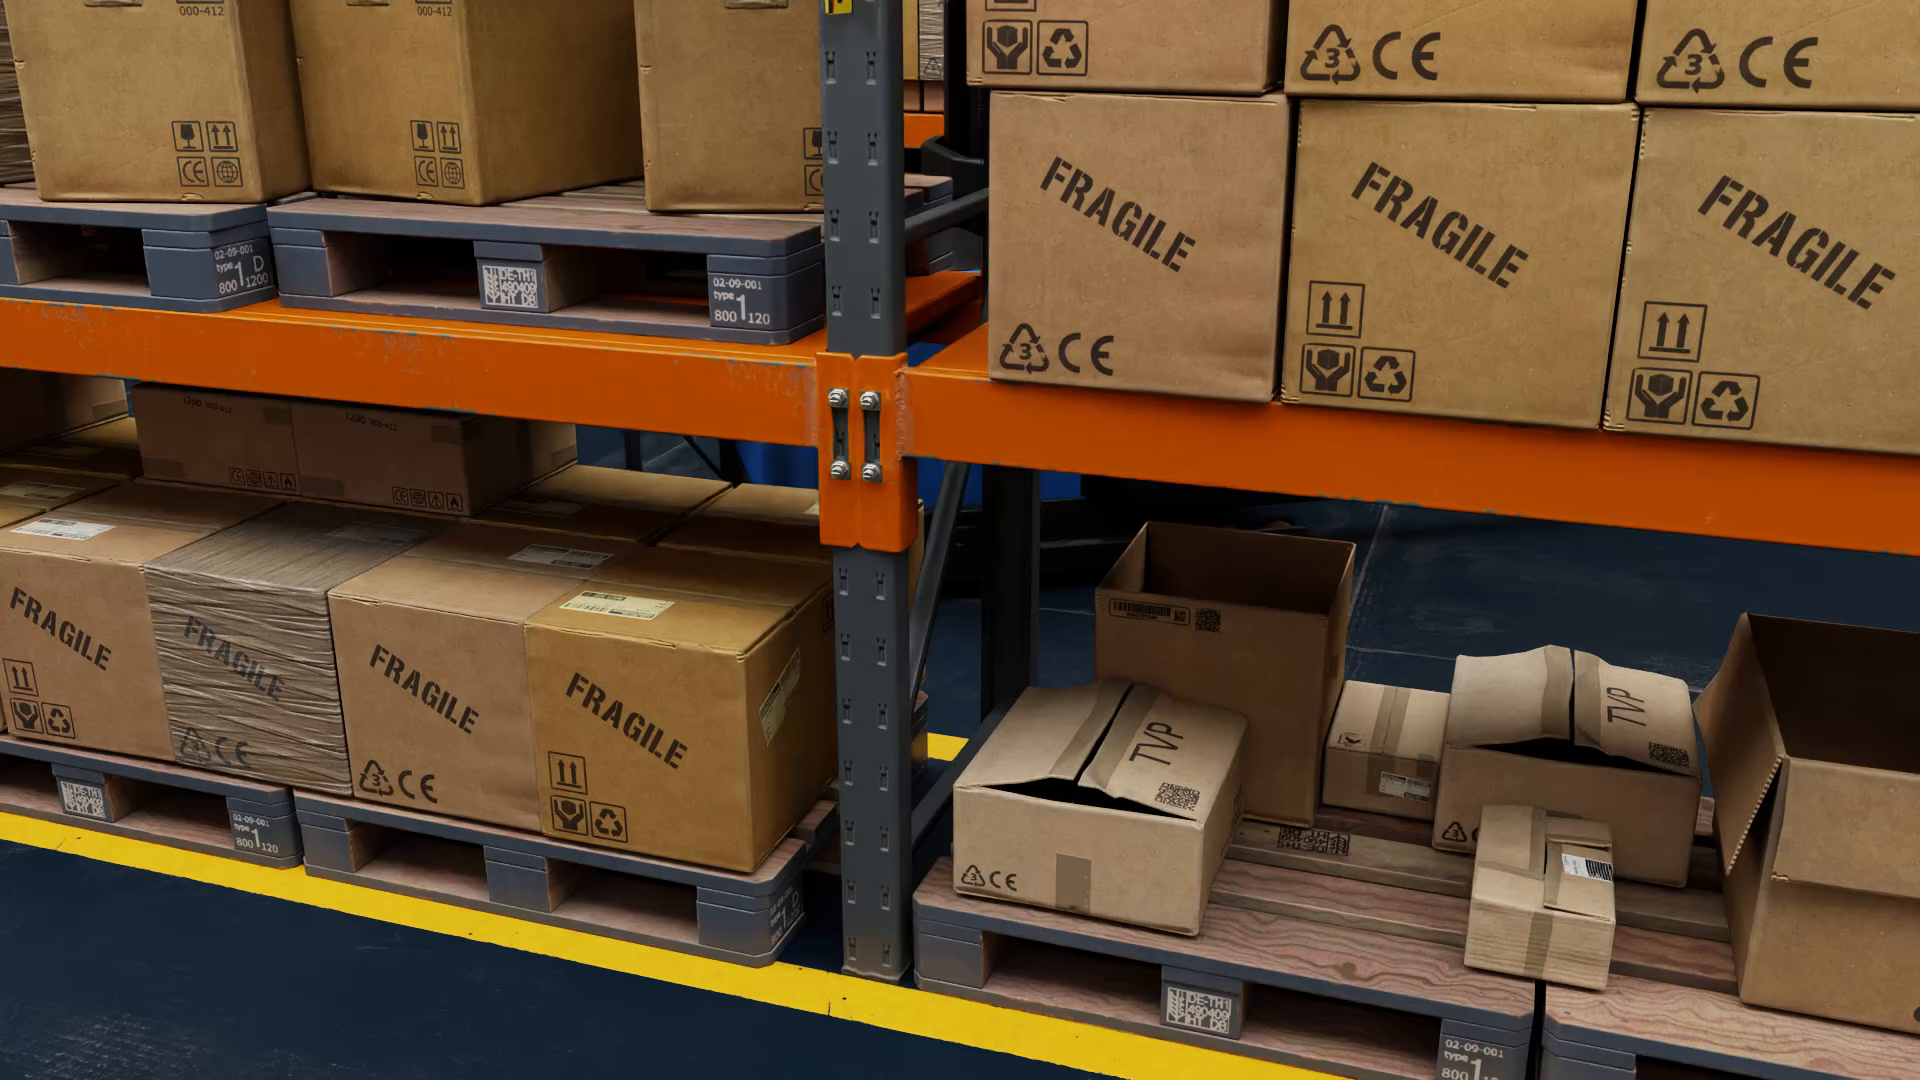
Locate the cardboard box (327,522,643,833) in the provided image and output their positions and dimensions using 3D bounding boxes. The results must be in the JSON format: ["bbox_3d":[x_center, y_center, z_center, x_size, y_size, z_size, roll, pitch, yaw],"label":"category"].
[{"bbox_3d":[-1.047,0.295,3.802,0.500,0.500,0.500,7,20,18],"label":"cardboard box"}]

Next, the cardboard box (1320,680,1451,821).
[{"bbox_3d":[0.982,0.476,3.816,0.250,0.149,0.380,7,20,18],"label":"cardboard box"}]

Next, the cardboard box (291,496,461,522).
[{"bbox_3d":[-1.377,0.077,4.428,0.500,0.500,0.500,7,20,19],"label":"cardboard box"}]

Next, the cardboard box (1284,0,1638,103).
[{"bbox_3d":[0.817,-0.983,2.667,0.500,0.500,0.500,6,20,16],"label":"cardboard box"}]

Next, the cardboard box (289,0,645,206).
[{"bbox_3d":[-1.067,-1.078,3.822,0.500,0.500,0.700,10,22,27],"label":"cardboard box"}]

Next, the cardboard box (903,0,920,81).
[{"bbox_3d":[-0.350,-2.528,8.137,0.500,0.500,0.500,7,20,20],"label":"cardboard box"}]

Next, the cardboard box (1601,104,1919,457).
[{"bbox_3d":[1.326,-0.456,2.675,0.500,0.500,0.500,6,20,18],"label":"cardboard box"}]

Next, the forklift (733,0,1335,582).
[{"bbox_3d":[0.724,-1.430,5.726,3.031,2.935,1.130,-5,20,-13],"label":"forklift"}]

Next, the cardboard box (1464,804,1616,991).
[{"bbox_3d":[1.123,0.676,3.217,0.250,0.166,0.380,7,20,18],"label":"cardboard box"}]

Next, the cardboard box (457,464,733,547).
[{"bbox_3d":[-0.907,0.133,4.267,0.500,0.500,0.500,7,20,19],"label":"cardboard box"}]

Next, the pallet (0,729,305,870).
[{"bbox_3d":[-1.960,0.452,4.459,1.213,0.211,1.003,7,20,18],"label":"pallet"}]

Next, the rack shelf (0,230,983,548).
[{"bbox_3d":[-1.912,-0.534,4.143,4.000,0.370,1.077,7,20,18],"label":"rack shelf"}]

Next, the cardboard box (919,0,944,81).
[{"bbox_3d":[0.124,-2.476,7.987,0.500,0.500,0.500,7,20,18],"label":"cardboard box"}]

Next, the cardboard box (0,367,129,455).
[{"bbox_3d":[-2.786,-0.438,4.766,0.500,0.250,0.500,7,21,20],"label":"cardboard box"}]

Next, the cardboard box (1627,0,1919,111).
[{"bbox_3d":[1.303,-0.927,2.508,0.500,0.500,0.500,6,20,16],"label":"cardboard box"}]

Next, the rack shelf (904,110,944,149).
[{"bbox_3d":[-0.290,-2.074,8.563,4.000,0.370,1.077,7,20,18],"label":"rack shelf"}]

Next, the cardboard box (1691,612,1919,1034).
[{"bbox_3d":[1.753,0.515,3.166,0.637,0.503,0.797,7,20,18],"label":"cardboard box"}]

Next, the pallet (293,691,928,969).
[{"bbox_3d":[-0.804,0.583,4.082,1.213,0.211,1.003,7,20,18],"label":"pallet"}]

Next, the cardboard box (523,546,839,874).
[{"bbox_3d":[-0.583,0.351,3.641,0.500,0.500,0.500,6,20,18],"label":"cardboard box"}]

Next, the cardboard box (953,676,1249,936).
[{"bbox_3d":[0.303,0.517,3.452,0.500,0.311,0.500,7,20,18],"label":"cardboard box"}]

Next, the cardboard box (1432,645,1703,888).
[{"bbox_3d":[1.317,0.459,3.619,0.500,0.311,0.500,7,20,18],"label":"cardboard box"}]

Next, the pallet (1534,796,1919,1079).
[{"bbox_3d":[1.782,0.865,3.274,1.213,0.211,1.003,7,20,18],"label":"pallet"}]

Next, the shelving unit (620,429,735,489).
[{"bbox_3d":[-1.396,-0.773,6.015,1.048,1.500,0.538,13,23,33],"label":"shelving unit"}]

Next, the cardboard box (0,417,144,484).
[{"bbox_3d":[-2.352,-0.033,4.742,0.500,0.500,0.500,6,20,16],"label":"cardboard box"}]

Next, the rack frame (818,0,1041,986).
[{"bbox_3d":[-0.023,-0.657,3.405,0.127,3.000,1.000,7,20,18],"label":"rack frame"}]

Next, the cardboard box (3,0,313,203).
[{"bbox_3d":[-1.712,-1.075,3.812,0.500,0.500,0.700,1,19,4],"label":"cardboard box"}]

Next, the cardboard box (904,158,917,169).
[{"bbox_3d":[-0.702,-1.596,8.727,0.750,0.750,0.750,6,20,18],"label":"cardboard box"}]

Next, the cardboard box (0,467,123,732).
[{"bbox_3d":[-2.497,0.132,4.270,0.500,0.500,0.500,6,20,17],"label":"cardboard box"}]

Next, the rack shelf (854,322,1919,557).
[{"bbox_3d":[1.866,-0.102,2.904,4.000,0.370,1.077,7,20,18],"label":"rack shelf"}]

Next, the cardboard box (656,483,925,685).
[{"bbox_3d":[-0.400,0.187,4.111,0.500,0.500,0.500,6,20,16],"label":"cardboard box"}]

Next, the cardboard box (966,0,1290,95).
[{"bbox_3d":[0.330,-1.038,2.827,0.500,0.500,0.500,7,20,19],"label":"cardboard box"}]

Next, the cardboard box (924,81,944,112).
[{"bbox_3d":[0.001,-2.188,8.148,0.250,0.149,0.380,6,20,17],"label":"cardboard box"}]

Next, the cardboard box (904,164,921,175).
[{"bbox_3d":[0.102,-1.506,8.468,0.750,0.750,0.750,7,20,20],"label":"cardboard box"}]

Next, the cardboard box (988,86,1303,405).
[{"bbox_3d":[0.369,-0.565,2.988,0.500,0.500,0.500,7,20,19],"label":"cardboard box"}]

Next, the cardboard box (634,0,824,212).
[{"bbox_3d":[-0.397,-1.024,3.666,0.500,0.500,0.700,0,19,0],"label":"cardboard box"}]

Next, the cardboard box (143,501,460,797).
[{"bbox_3d":[-1.521,0.241,3.958,0.500,0.500,0.500,7,20,19],"label":"cardboard box"}]

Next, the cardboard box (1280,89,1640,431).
[{"bbox_3d":[0.854,-0.511,2.832,0.500,0.500,0.500,7,20,19],"label":"cardboard box"}]

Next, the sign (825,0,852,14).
[{"bbox_3d":[-0.202,-1.031,2.718,0.005,0.325,0.100,7,20,18],"label":"sign"}]

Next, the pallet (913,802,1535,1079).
[{"bbox_3d":[0.626,0.734,3.650,1.213,0.211,1.003,7,20,18],"label":"pallet"}]

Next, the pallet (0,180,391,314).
[{"bbox_3d":[-1.963,-0.790,4.078,1.213,0.211,1.003,7,20,18],"label":"pallet"}]

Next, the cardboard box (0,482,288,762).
[{"bbox_3d":[-2.002,0.186,4.113,0.500,0.500,0.500,6,20,16],"label":"cardboard box"}]

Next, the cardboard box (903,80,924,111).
[{"bbox_3d":[-0.246,-2.220,8.240,0.250,0.149,0.380,7,20,20],"label":"cardboard box"}]

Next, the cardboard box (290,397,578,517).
[{"bbox_3d":[-1.345,-0.275,4.298,0.500,0.250,0.500,7,20,18],"label":"cardboard box"}]

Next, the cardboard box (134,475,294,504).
[{"bbox_3d":[-1.854,0.022,4.585,0.500,0.500,0.500,6,20,16],"label":"cardboard box"}]

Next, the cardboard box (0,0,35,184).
[{"bbox_3d":[-2.368,-1.144,4.011,0.500,0.500,0.700,11,22,28],"label":"cardboard box"}]

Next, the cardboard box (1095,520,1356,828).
[{"bbox_3d":[0.608,0.289,3.820,0.500,0.500,0.500,7,20,18],"label":"cardboard box"}]

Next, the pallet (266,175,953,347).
[{"bbox_3d":[-0.742,-0.687,3.782,1.213,0.211,1.003,7,20,18],"label":"pallet"}]

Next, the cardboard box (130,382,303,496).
[{"bbox_3d":[-1.819,-0.329,4.453,0.500,0.250,0.500,6,20,17],"label":"cardboard box"}]

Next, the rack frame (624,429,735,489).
[{"bbox_3d":[-0.982,-0.676,5.736,0.032,1.500,0.500,13,23,33],"label":"rack frame"}]

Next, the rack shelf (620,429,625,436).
[{"bbox_3d":[-1.396,-0.603,6.075,1.000,0.185,0.538,13,23,33],"label":"rack shelf"}]
